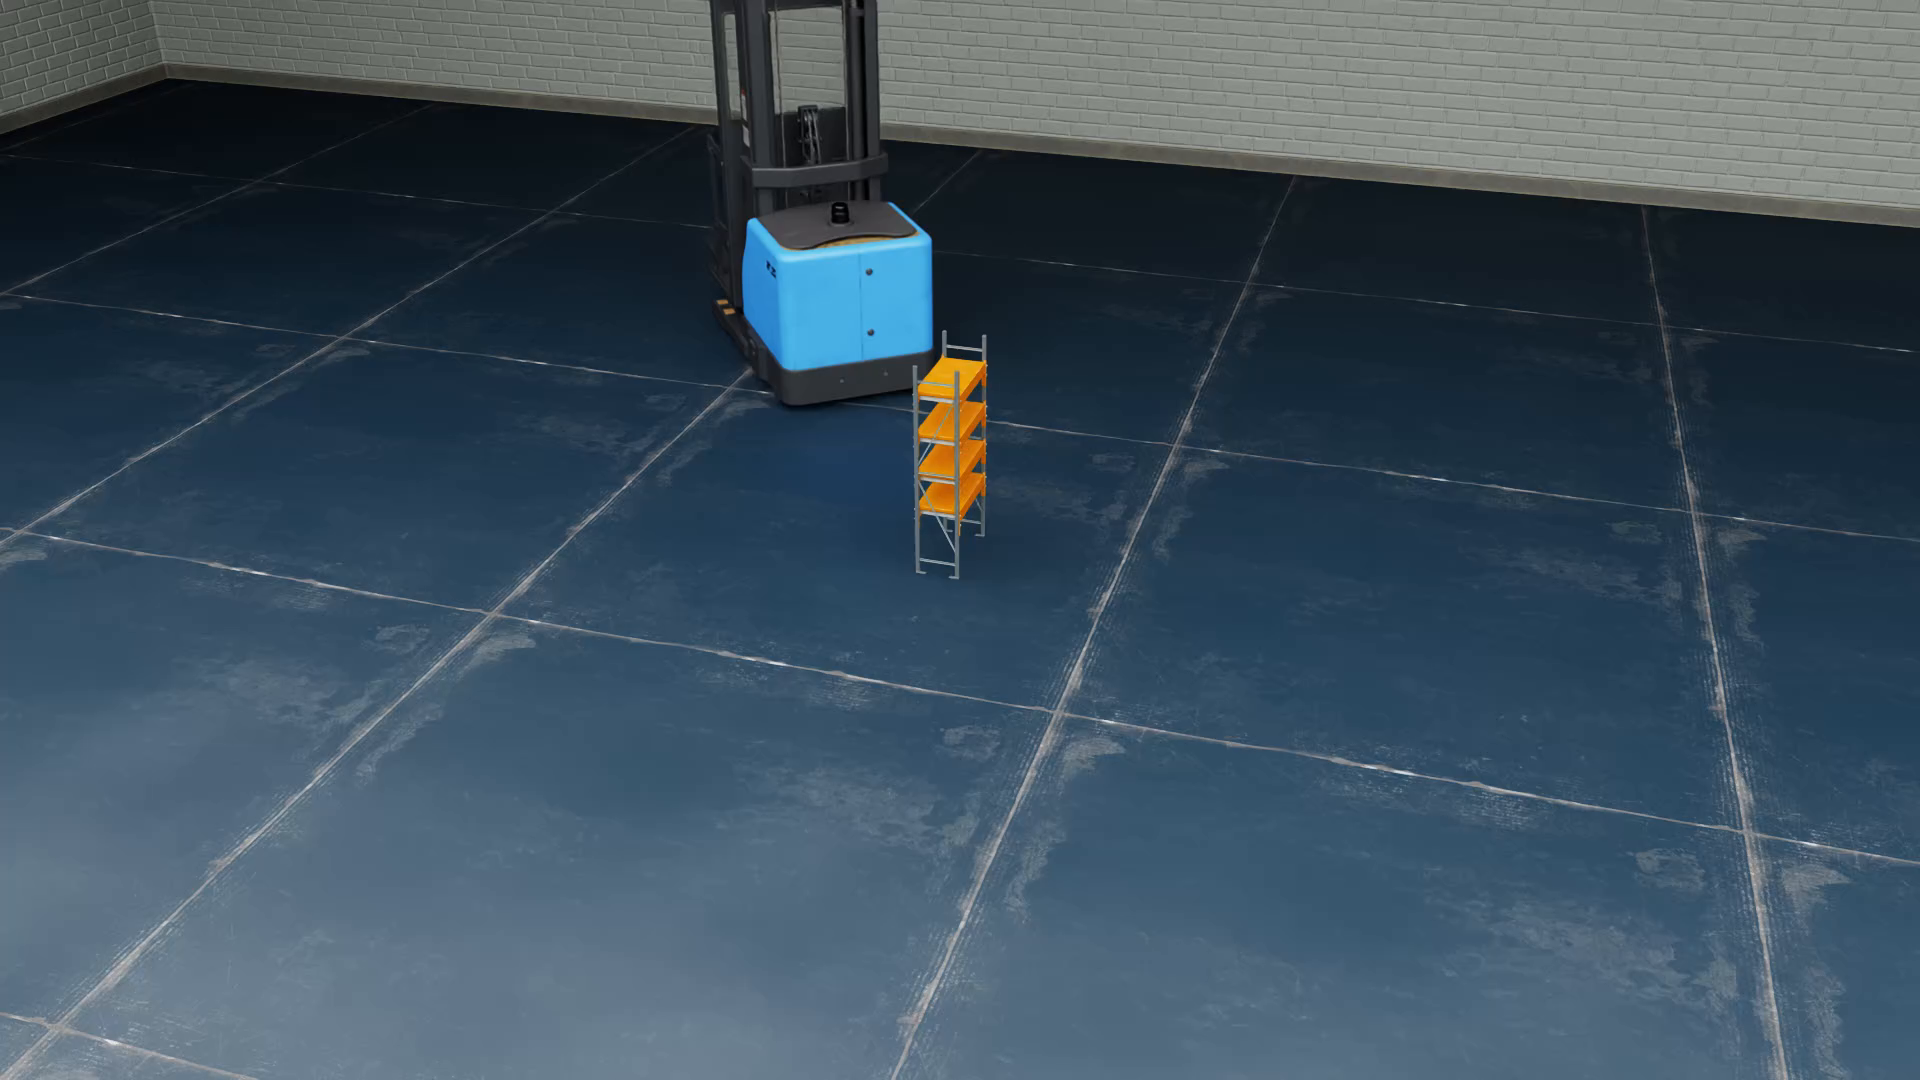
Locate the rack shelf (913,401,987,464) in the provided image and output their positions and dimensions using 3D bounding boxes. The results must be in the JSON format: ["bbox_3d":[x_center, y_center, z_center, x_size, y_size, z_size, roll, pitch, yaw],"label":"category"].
[{"bbox_3d":[-0.049,-0.584,8.744,0.258,0.148,0.480,8,30,15],"label":"rack shelf"}]

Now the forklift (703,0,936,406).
[{"bbox_3d":[-1.161,-2.842,11.343,1.130,2.935,3.031,-11,31,-18],"label":"forklift"}]

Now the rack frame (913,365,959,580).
[{"bbox_3d":[-0.120,-0.334,8.616,0.240,1.200,0.015,8,30,15],"label":"rack frame"}]

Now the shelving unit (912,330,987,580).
[{"bbox_3d":[-0.049,-0.447,8.820,0.258,1.200,0.503,8,30,15],"label":"shelving unit"}]

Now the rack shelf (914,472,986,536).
[{"bbox_3d":[-0.049,-0.215,8.949,0.258,0.148,0.480,8,30,15],"label":"rack shelf"}]

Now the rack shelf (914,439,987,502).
[{"bbox_3d":[-0.049,-0.389,8.853,0.258,0.148,0.480,8,30,15],"label":"rack shelf"}]

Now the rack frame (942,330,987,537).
[{"bbox_3d":[0.023,-0.561,9.024,0.240,1.200,0.015,8,30,15],"label":"rack frame"}]

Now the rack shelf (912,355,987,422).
[{"bbox_3d":[-0.049,-0.791,8.629,0.258,0.148,0.480,8,30,15],"label":"rack shelf"}]
